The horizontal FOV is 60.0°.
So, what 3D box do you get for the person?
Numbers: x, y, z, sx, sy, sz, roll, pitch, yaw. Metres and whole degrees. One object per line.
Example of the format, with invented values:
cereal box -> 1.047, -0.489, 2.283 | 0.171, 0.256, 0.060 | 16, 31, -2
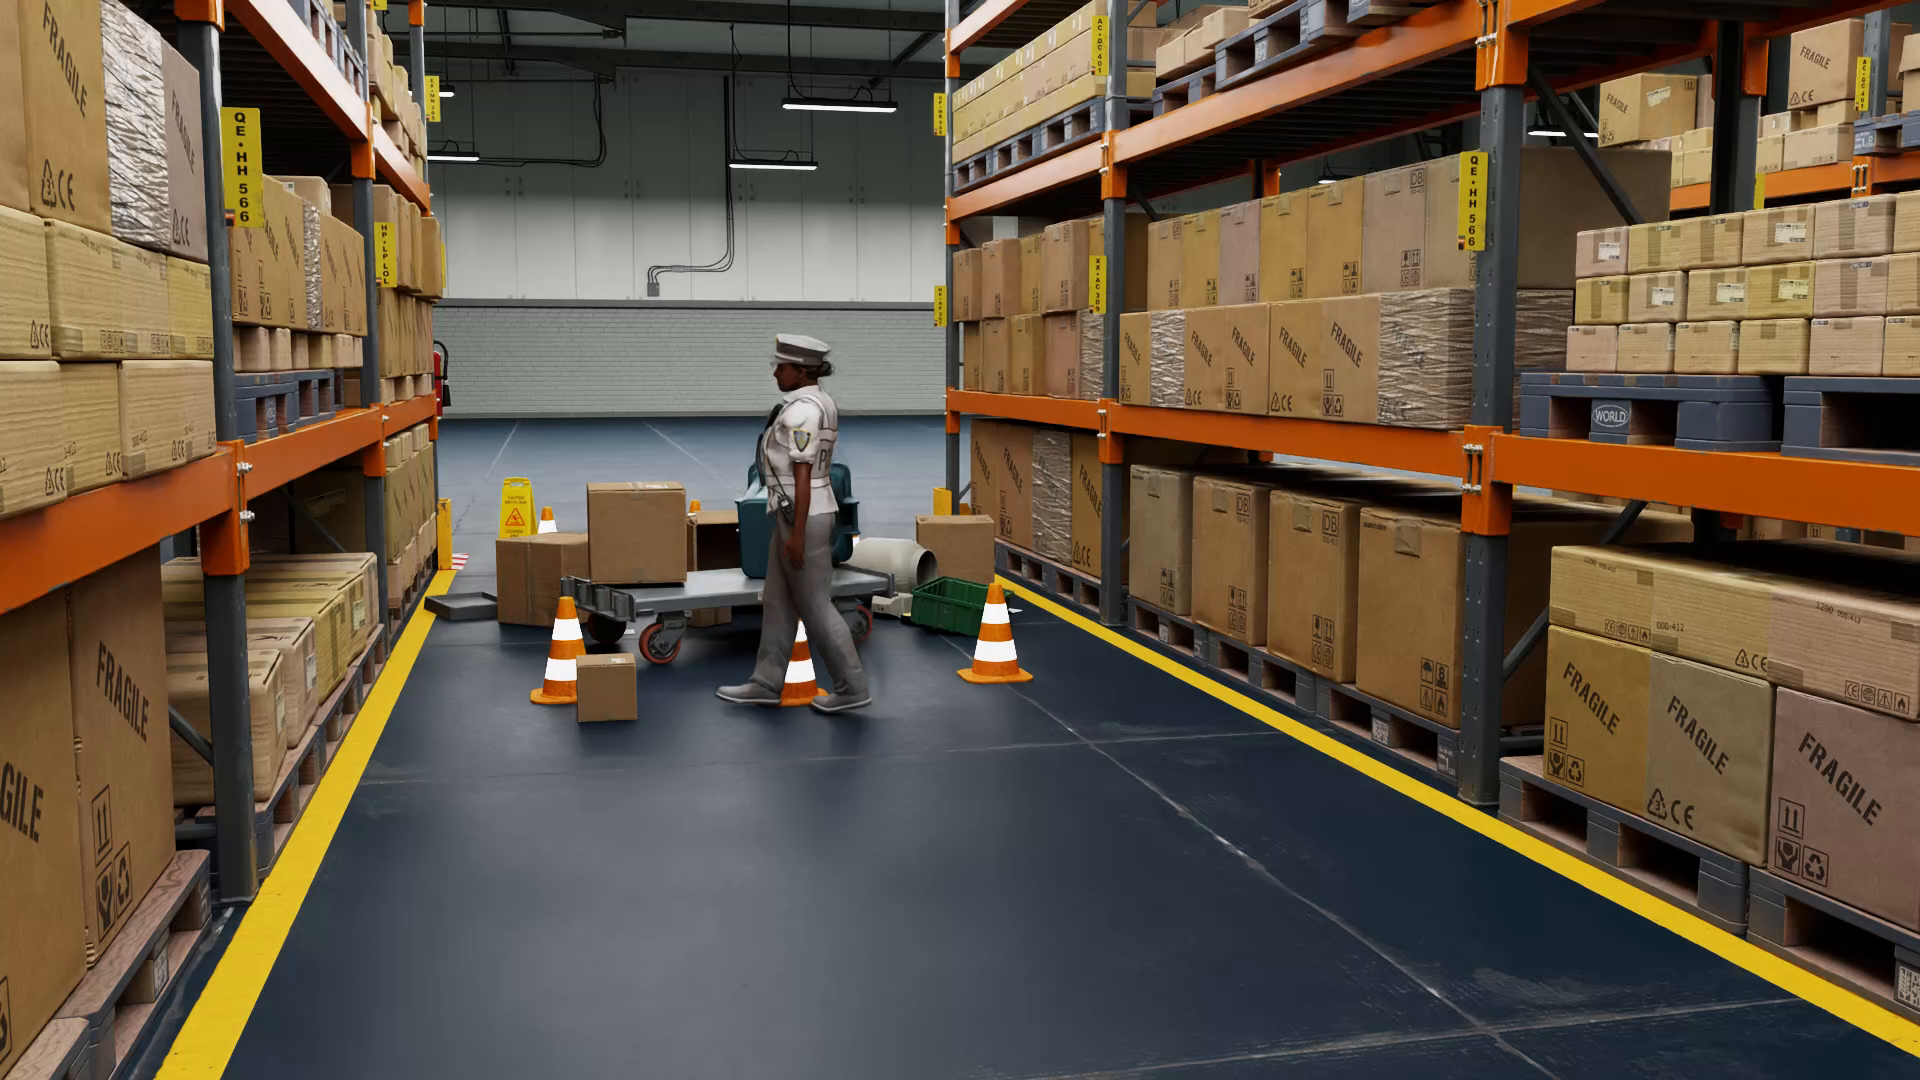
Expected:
person -> -0.741, -0.068, 7.278 | 0.720, 1.643, 0.479 | 0, 6, 4
